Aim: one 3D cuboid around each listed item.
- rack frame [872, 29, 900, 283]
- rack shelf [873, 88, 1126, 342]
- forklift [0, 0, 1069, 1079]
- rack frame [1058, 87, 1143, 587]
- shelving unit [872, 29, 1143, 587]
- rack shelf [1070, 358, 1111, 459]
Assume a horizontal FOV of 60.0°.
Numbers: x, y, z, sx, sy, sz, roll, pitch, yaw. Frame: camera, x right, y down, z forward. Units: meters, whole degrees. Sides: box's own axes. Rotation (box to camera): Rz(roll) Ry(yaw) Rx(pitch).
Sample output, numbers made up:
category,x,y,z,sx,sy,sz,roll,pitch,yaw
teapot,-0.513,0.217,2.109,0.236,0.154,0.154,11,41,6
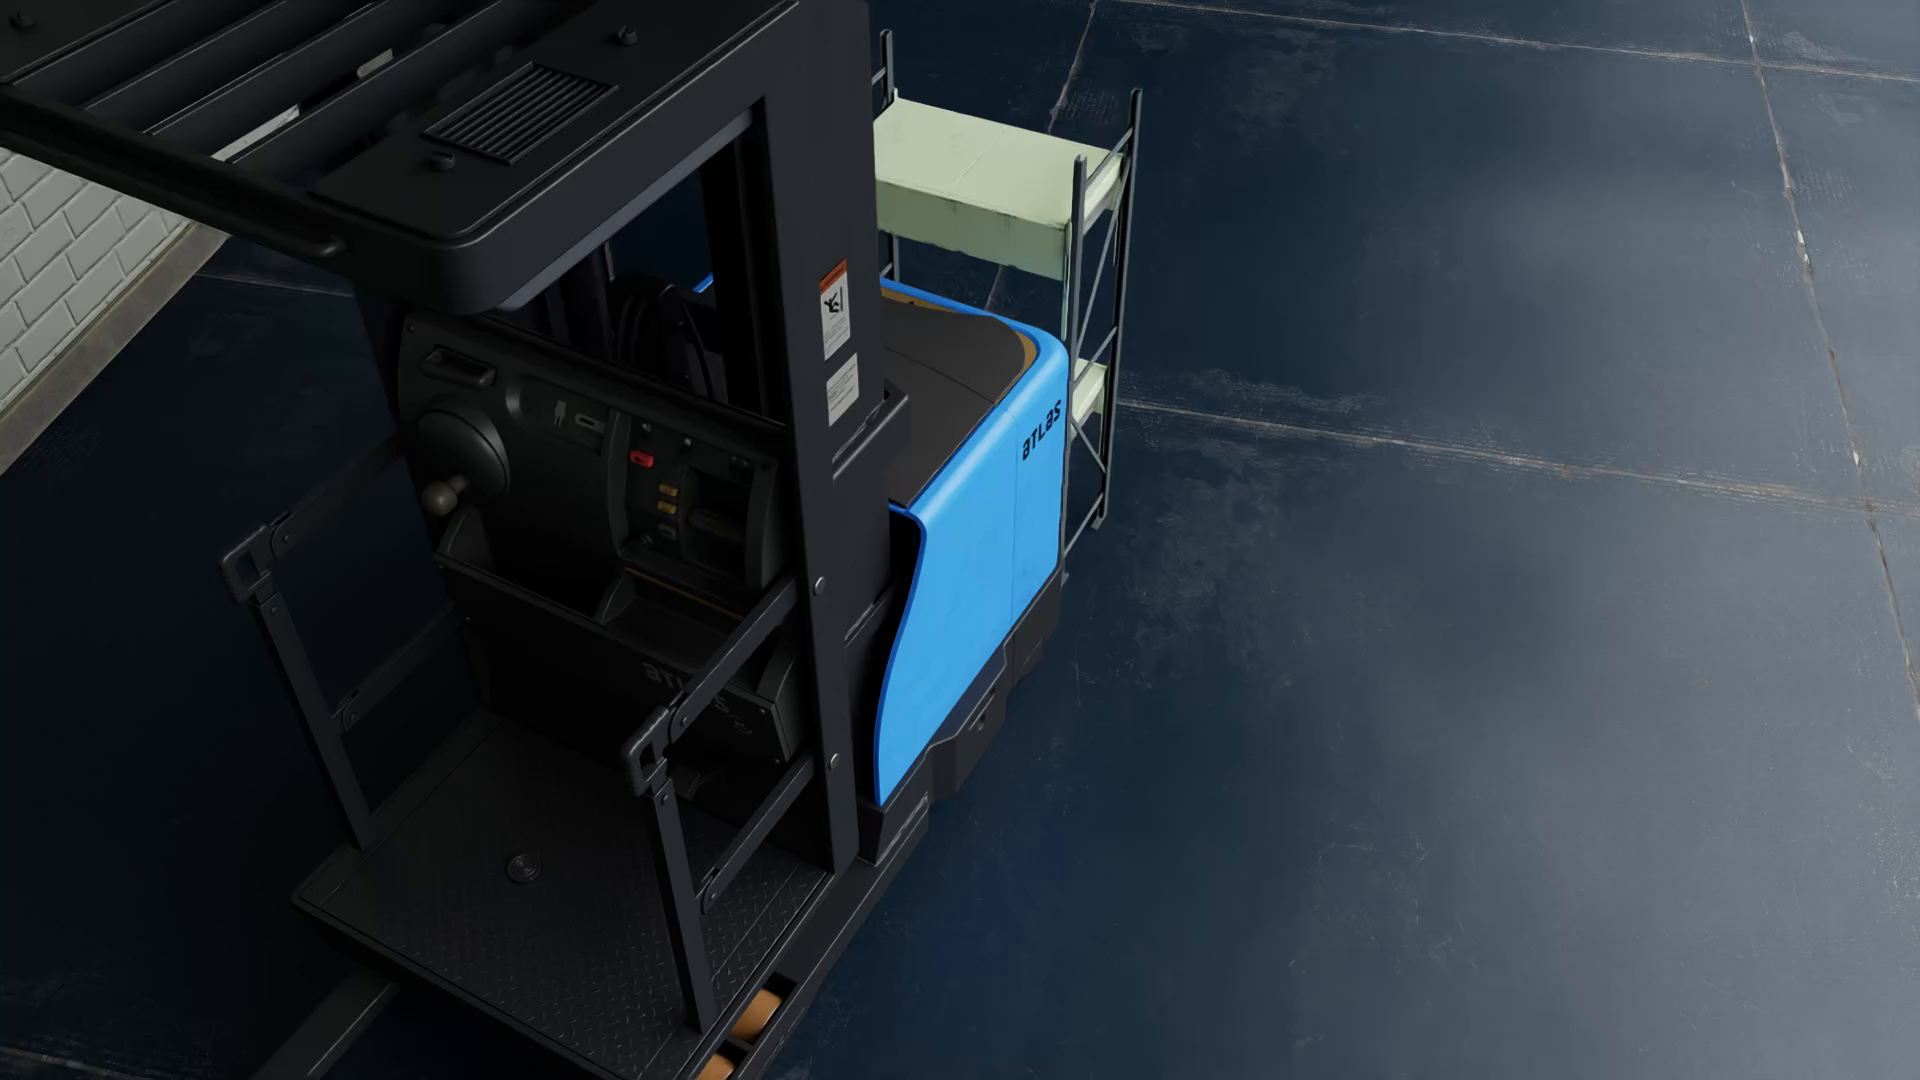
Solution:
category,x,y,z,sx,sy,sz,roll,pitch,yaw
rack frame,-0.283,-0.727,4.924,0.023,1.500,0.400,19,47,18
rack shelf,0.046,-0.897,4.537,0.720,0.370,0.431,19,47,18
forklift,-0.864,-0.069,3.208,1.130,2.935,3.031,21,48,21
rack frame,0.375,-0.504,4.692,0.023,1.500,0.400,19,47,18
shelving unit,0.046,-0.616,4.808,0.755,1.500,0.431,19,47,18
rack shelf,0.046,-0.381,5.034,0.720,0.370,0.431,19,47,18
